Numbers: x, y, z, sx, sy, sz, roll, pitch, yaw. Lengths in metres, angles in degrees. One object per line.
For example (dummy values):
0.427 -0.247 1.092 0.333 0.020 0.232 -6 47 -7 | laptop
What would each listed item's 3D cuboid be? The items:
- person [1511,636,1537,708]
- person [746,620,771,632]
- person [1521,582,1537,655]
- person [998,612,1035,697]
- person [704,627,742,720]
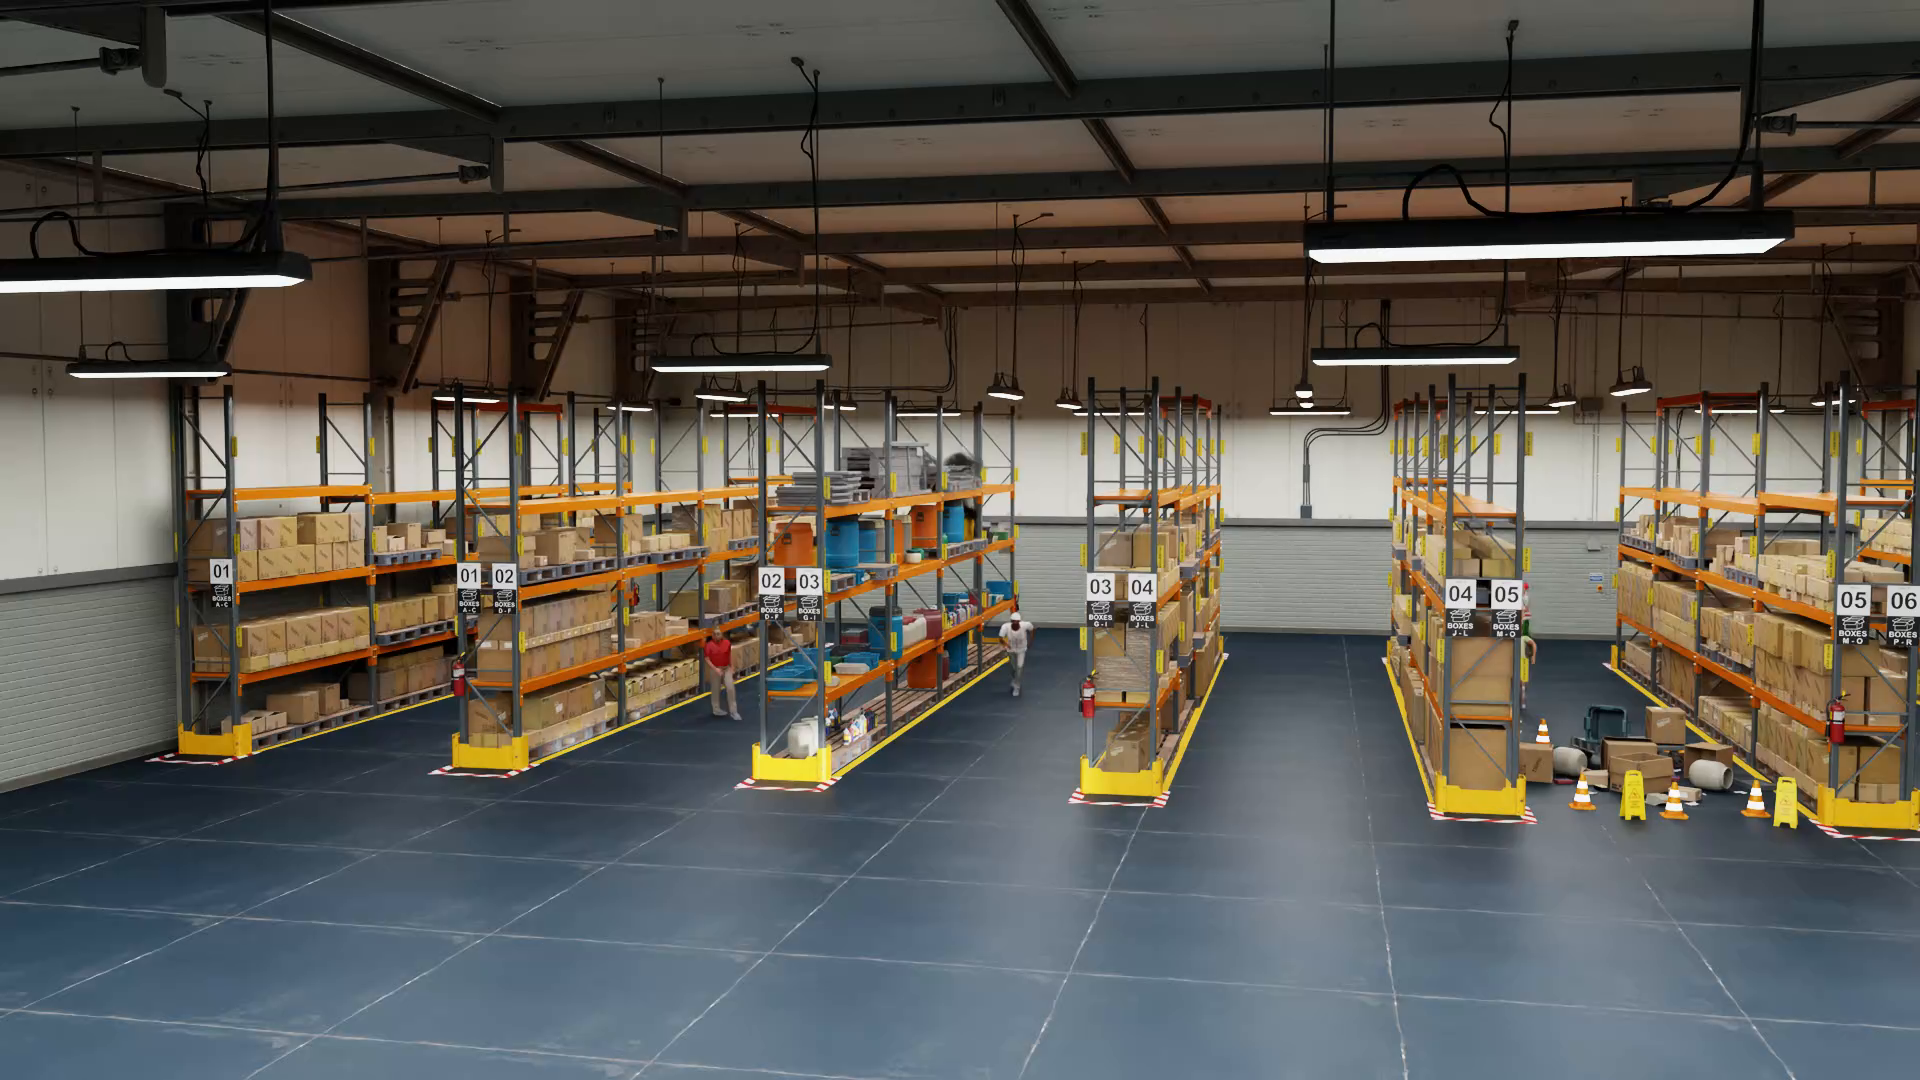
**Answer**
10.729 2.420 31.993 0.584 1.595 0.673 0 3 -1 | person
-5.150 1.652 43.257 1.006 1.775 0.657 1 3 17 | person
13.357 1.905 39.552 0.734 1.818 0.637 0 3 1 | person
1.147 2.287 33.809 0.743 1.715 1.052 0 3 0 | person
-4.375 2.421 30.428 0.628 1.676 0.920 -1 4 -25 | person
